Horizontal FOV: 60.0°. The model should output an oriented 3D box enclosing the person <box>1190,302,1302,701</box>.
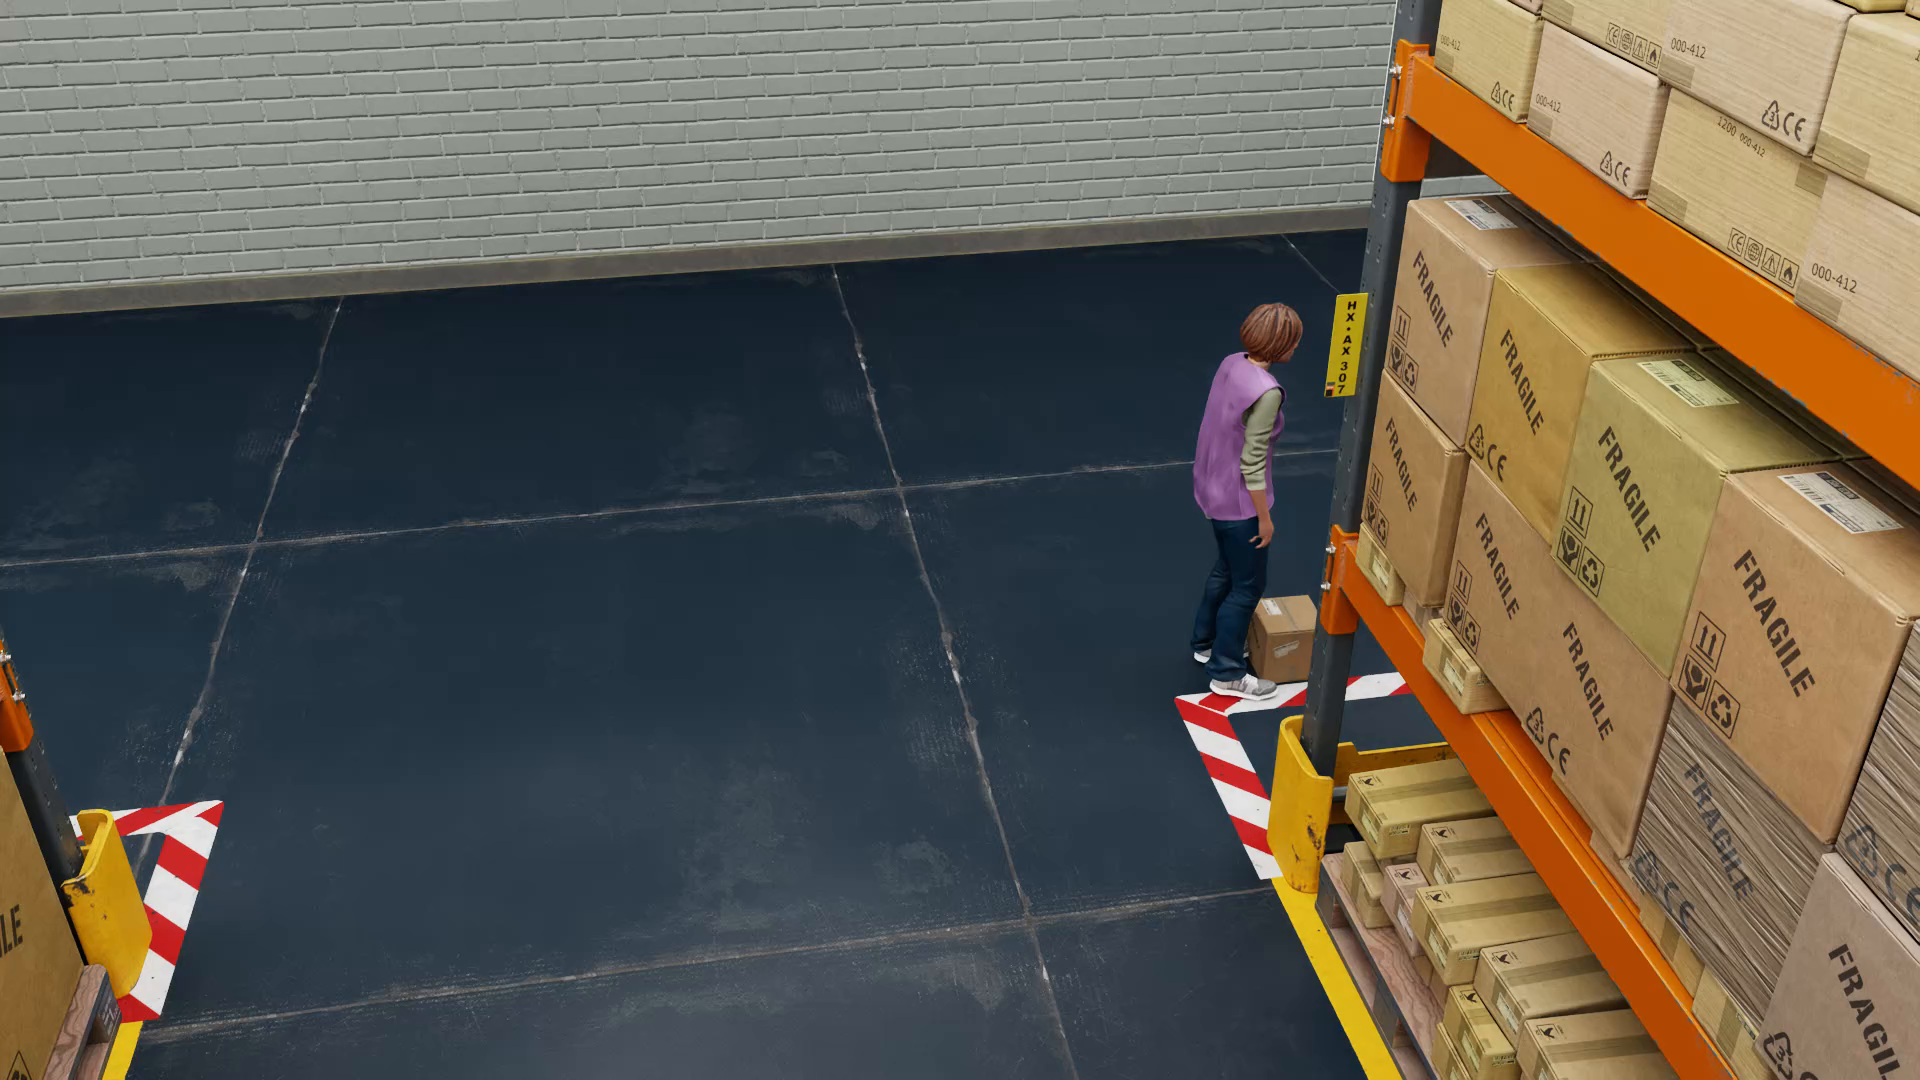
[{"bbox_3d":[1.080,-0.150,6.394,0.345,1.591,0.478,-5,32,-9],"label":"person"}]
